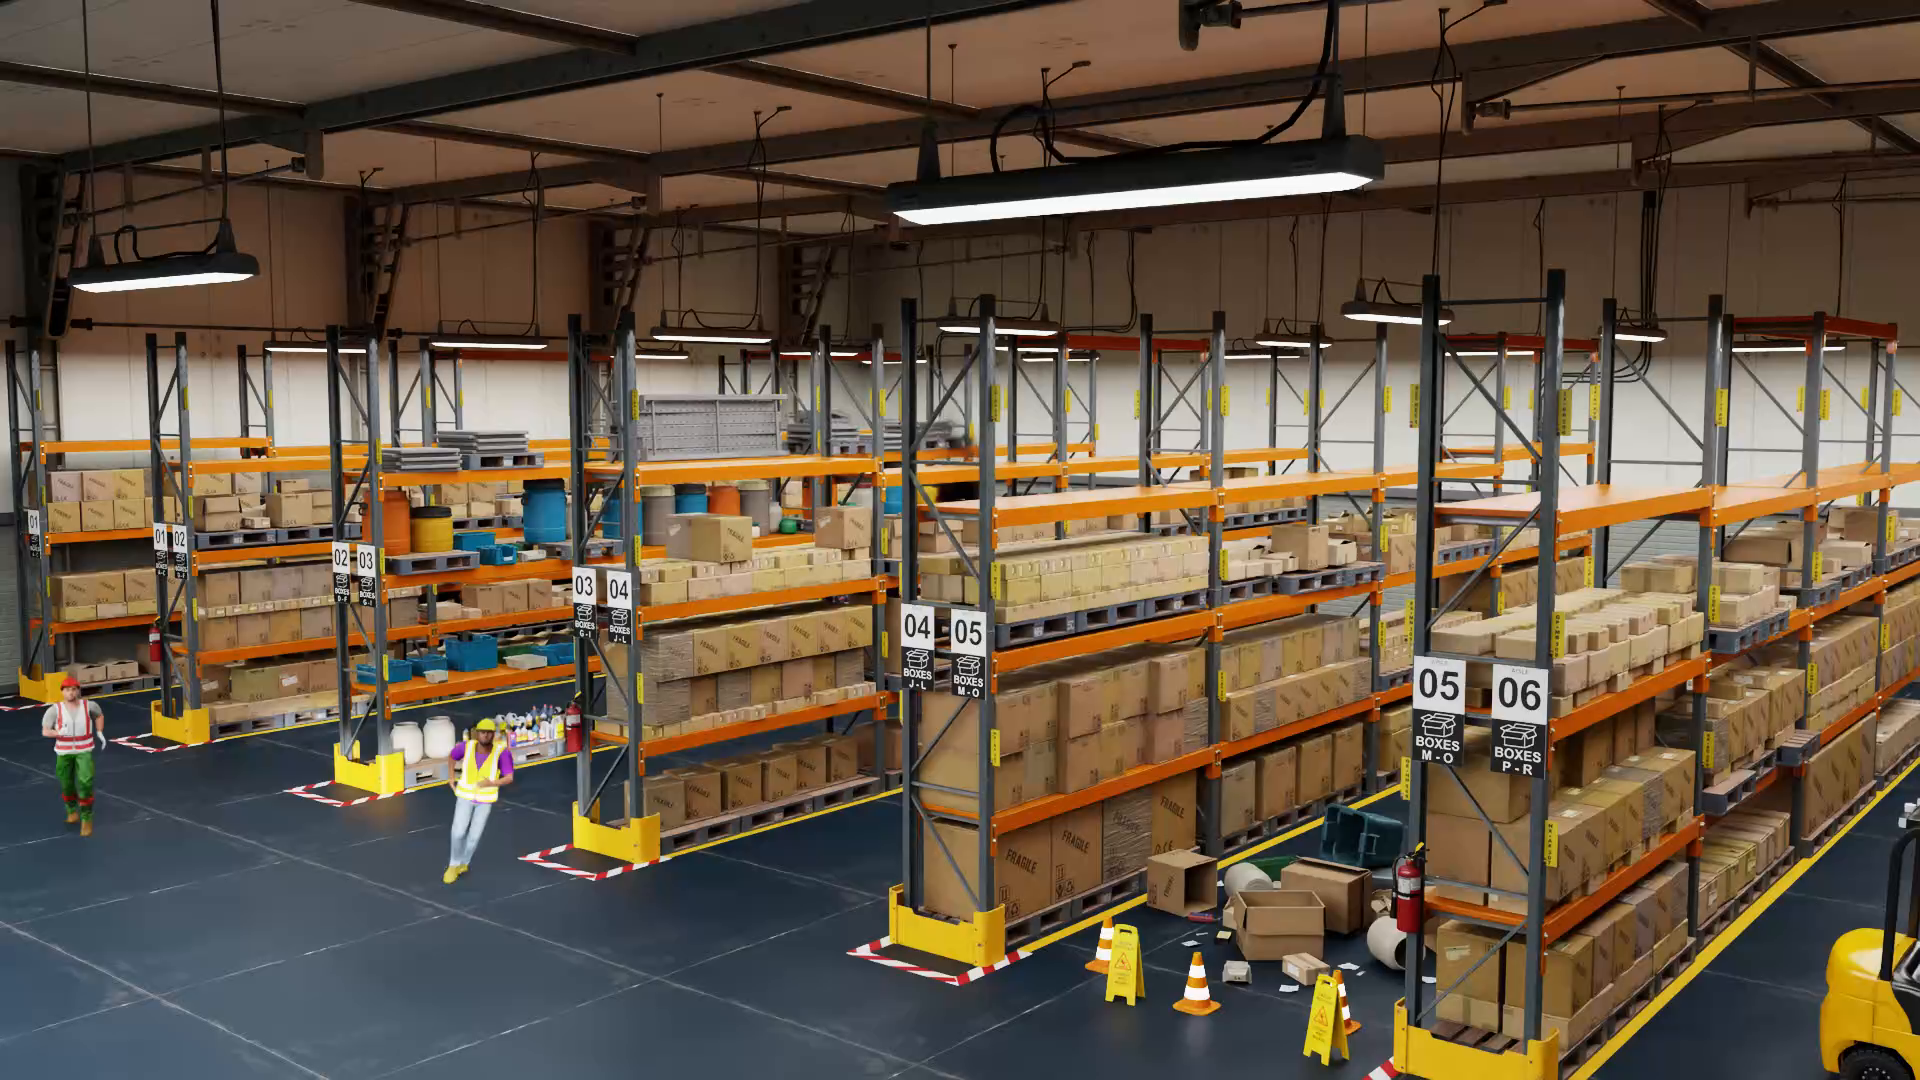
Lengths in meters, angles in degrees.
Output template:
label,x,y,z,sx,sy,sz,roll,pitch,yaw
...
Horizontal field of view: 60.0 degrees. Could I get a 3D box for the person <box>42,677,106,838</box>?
label,x,y,z,sx,sy,sz,roll,pitch,yaw
person,-10.357,2.517,19.467,0.648,1.845,0.799,-2,6,-26

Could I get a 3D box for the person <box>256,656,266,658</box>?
label,x,y,z,sx,sy,sz,roll,pitch,yaw
person,-11.511,1.888,27.271,0.566,1.746,0.727,4,6,36

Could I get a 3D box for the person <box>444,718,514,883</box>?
label,x,y,z,sx,sy,sz,roll,pitch,yaw
person,-5.087,2.738,17.566,0.743,1.756,0.650,-1,5,-13
